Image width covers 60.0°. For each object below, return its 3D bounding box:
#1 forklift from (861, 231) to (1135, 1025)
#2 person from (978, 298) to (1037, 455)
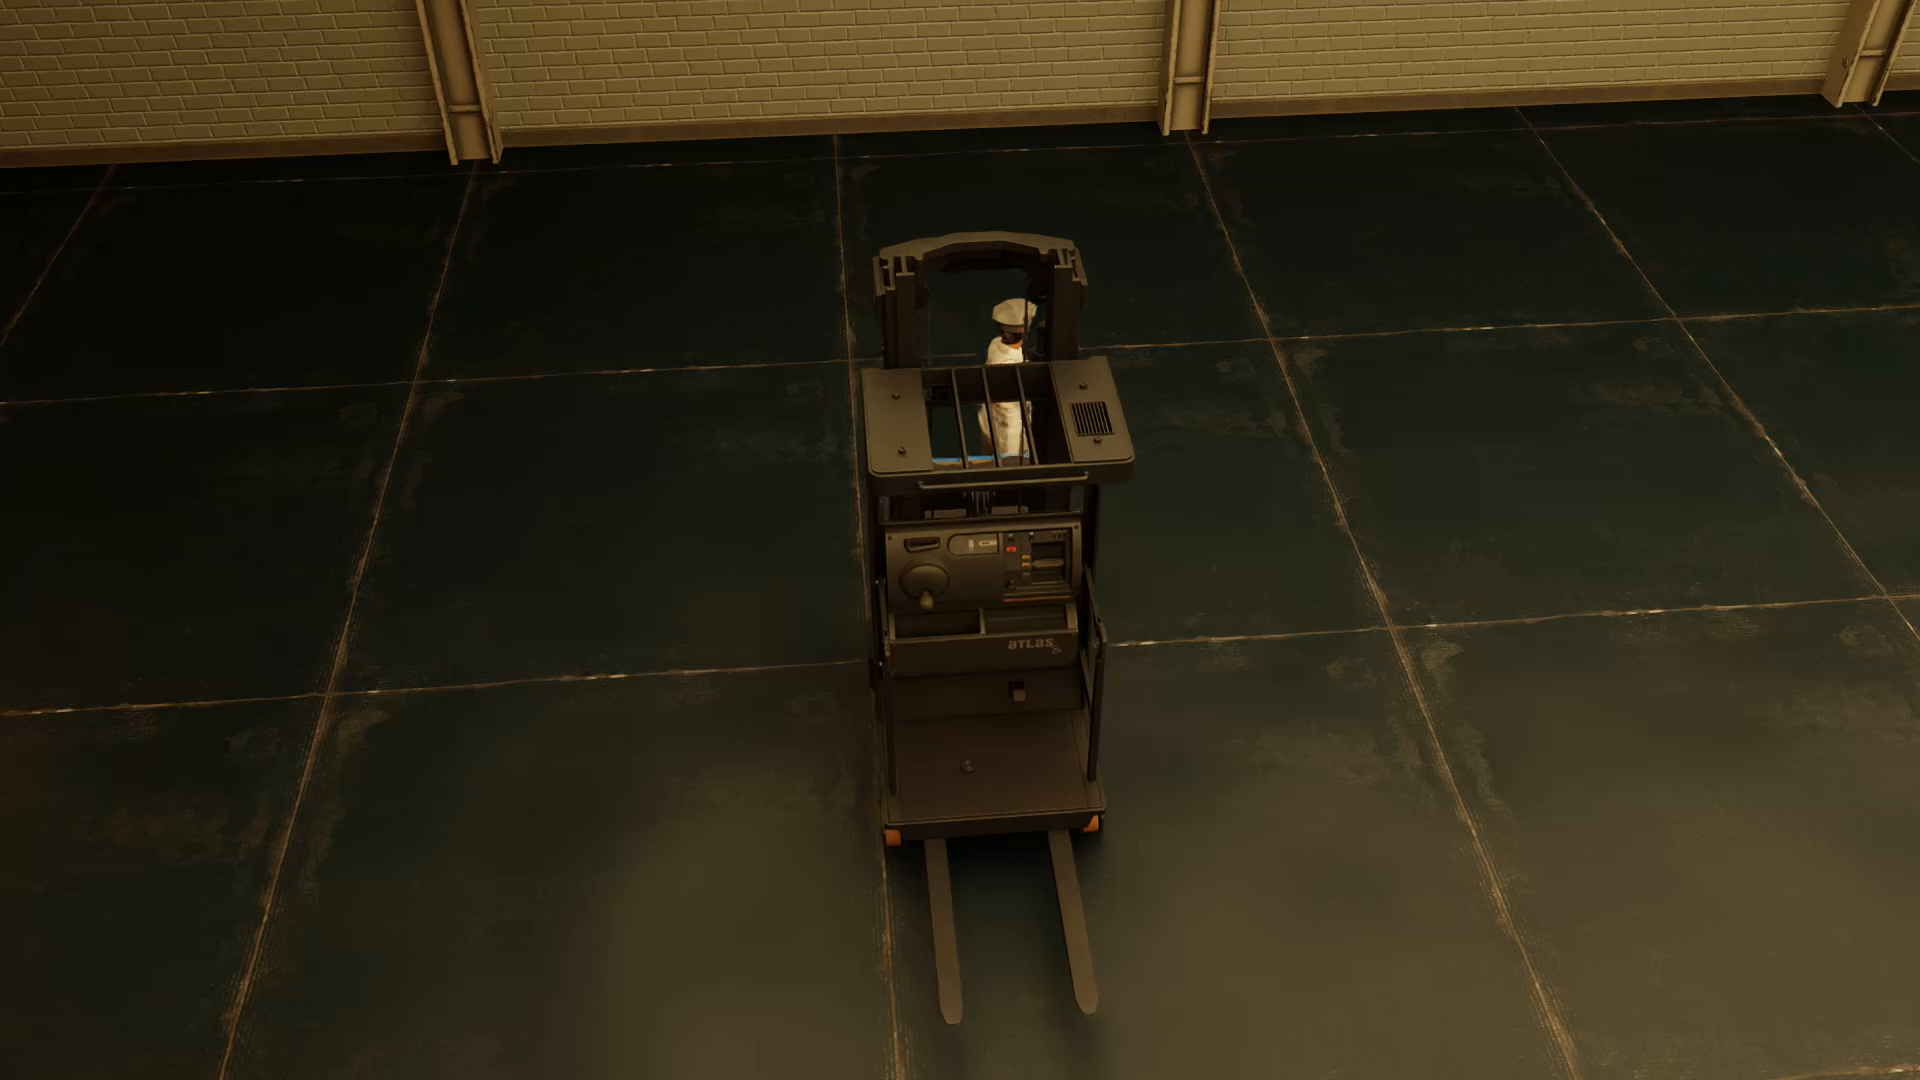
[{"bbox_3d":[0.135,0.196,7.708,1.130,2.935,3.031,-3,41,-4],"label":"forklift"},{"bbox_3d":[0.391,-0.654,9.720,0.886,1.618,0.637,-10,41,-11],"label":"person"}]
